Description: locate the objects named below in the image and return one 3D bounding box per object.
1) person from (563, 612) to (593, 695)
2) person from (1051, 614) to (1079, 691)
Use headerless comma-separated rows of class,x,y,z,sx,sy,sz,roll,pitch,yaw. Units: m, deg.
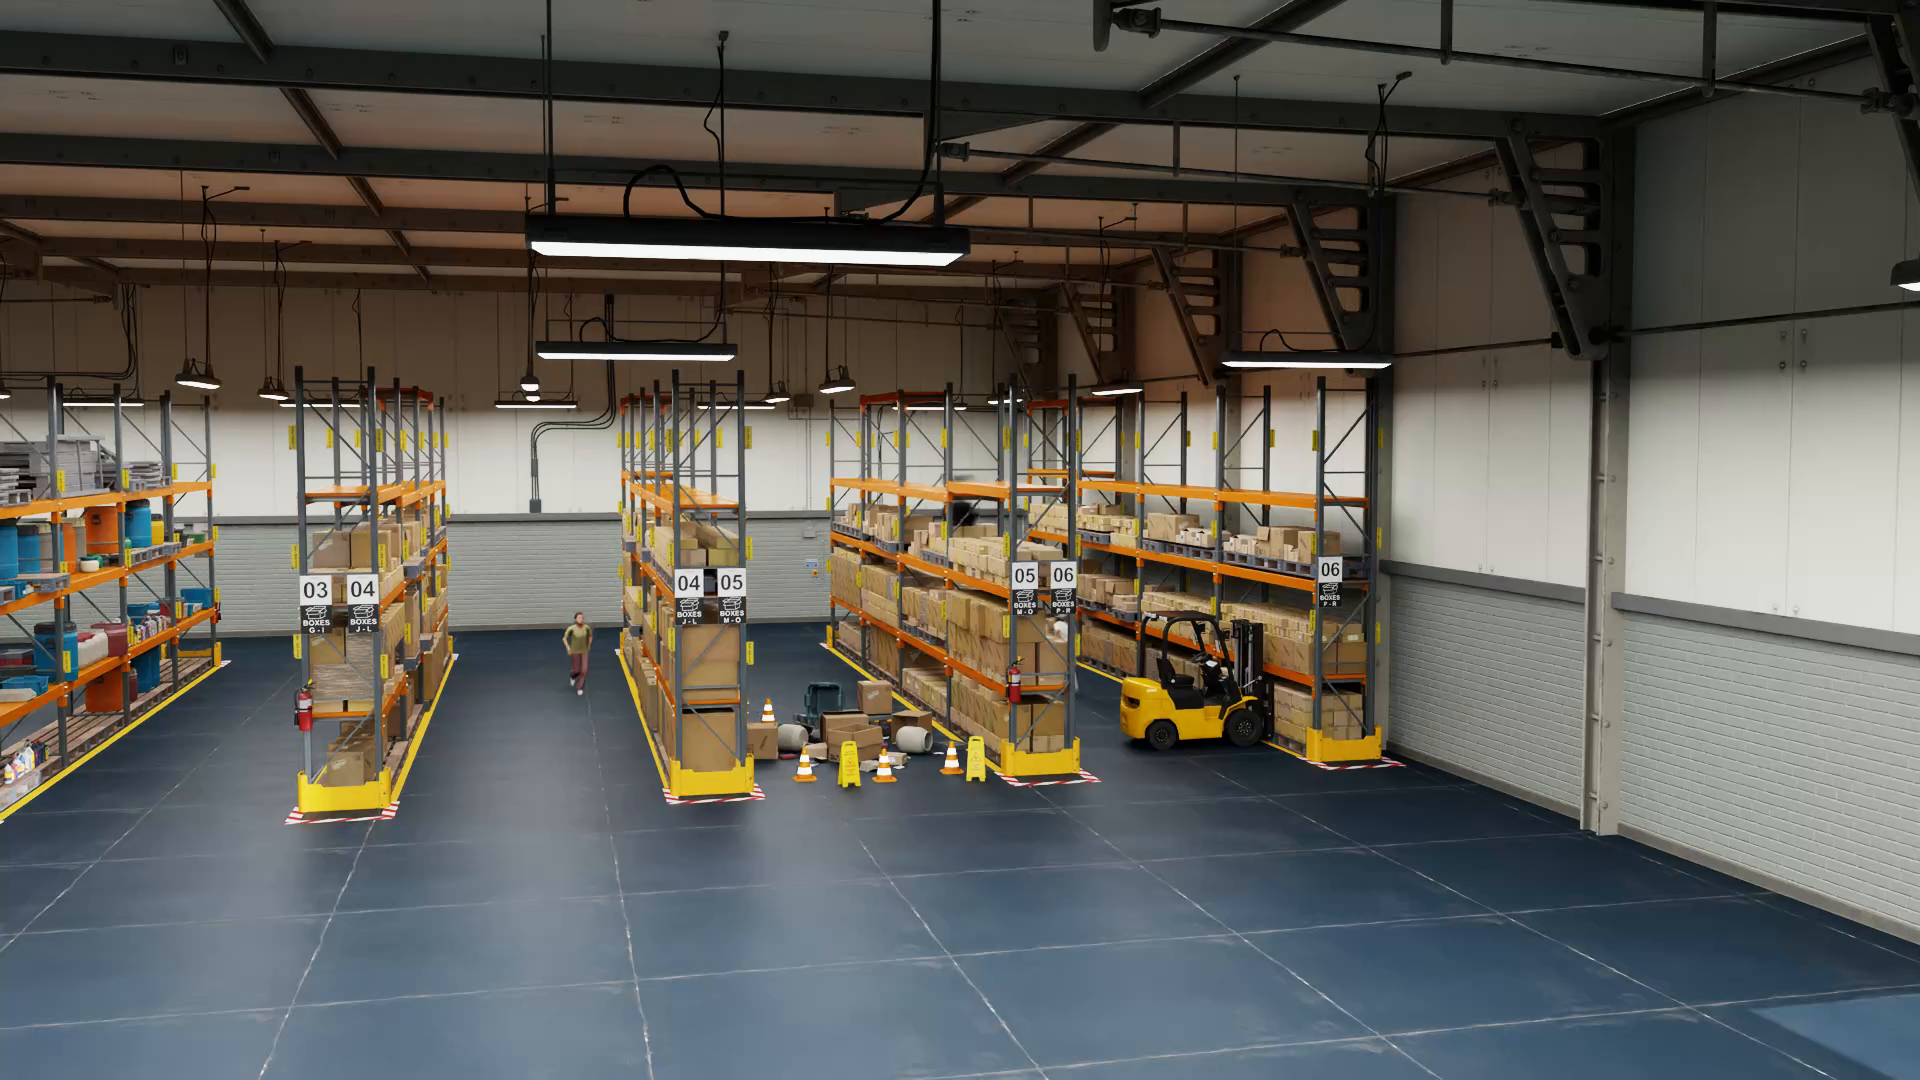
person,-7.571,2.203,33.018,0.595,1.556,0.616,-2,4,-26
person,2.034,2.233,33.186,0.598,1.603,0.913,-2,4,-31
